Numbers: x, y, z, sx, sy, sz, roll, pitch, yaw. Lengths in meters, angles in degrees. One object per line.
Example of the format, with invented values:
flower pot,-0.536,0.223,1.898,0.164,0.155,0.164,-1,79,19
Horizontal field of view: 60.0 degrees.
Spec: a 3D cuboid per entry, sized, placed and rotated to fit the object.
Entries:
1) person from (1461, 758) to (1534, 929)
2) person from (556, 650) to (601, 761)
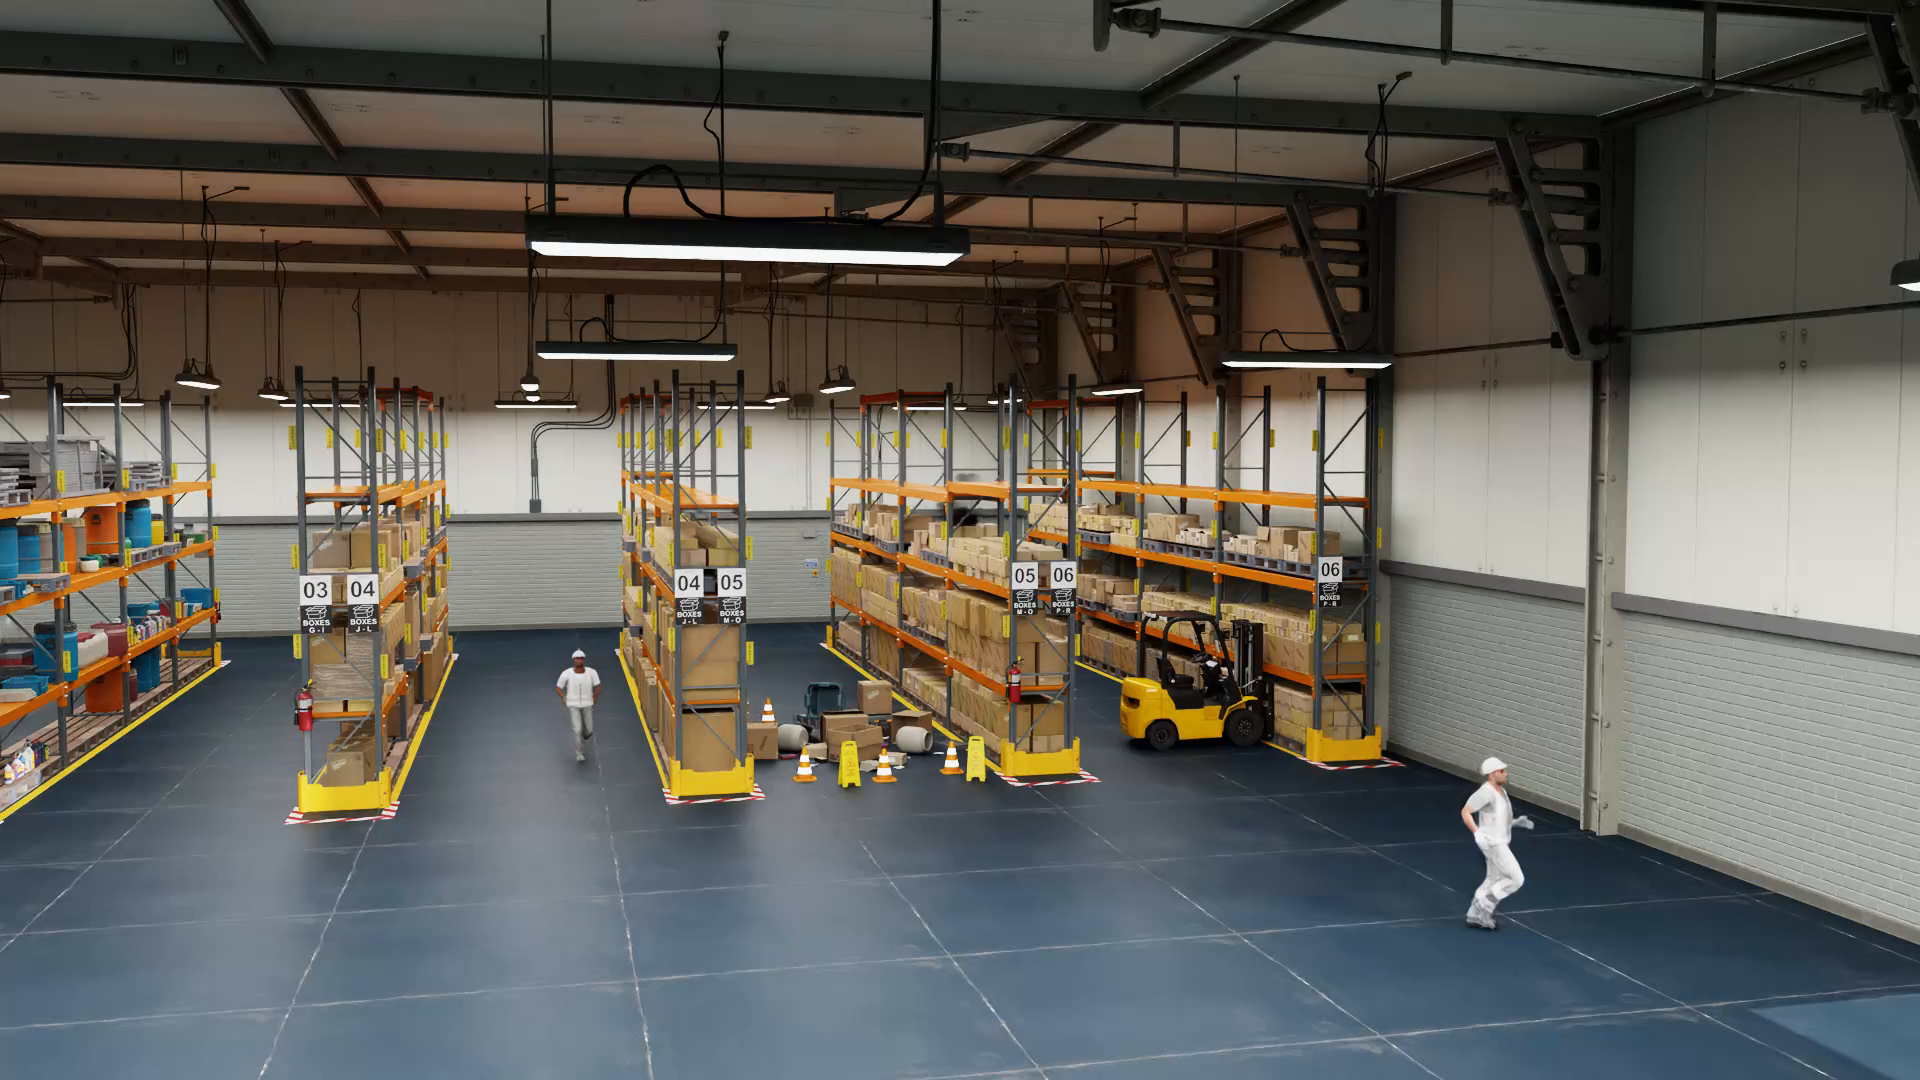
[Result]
person,5.496,3.094,16.944,0.650,1.743,0.646,2,4,31
person,-5.975,2.586,26.085,0.700,1.719,0.625,-1,4,-20
